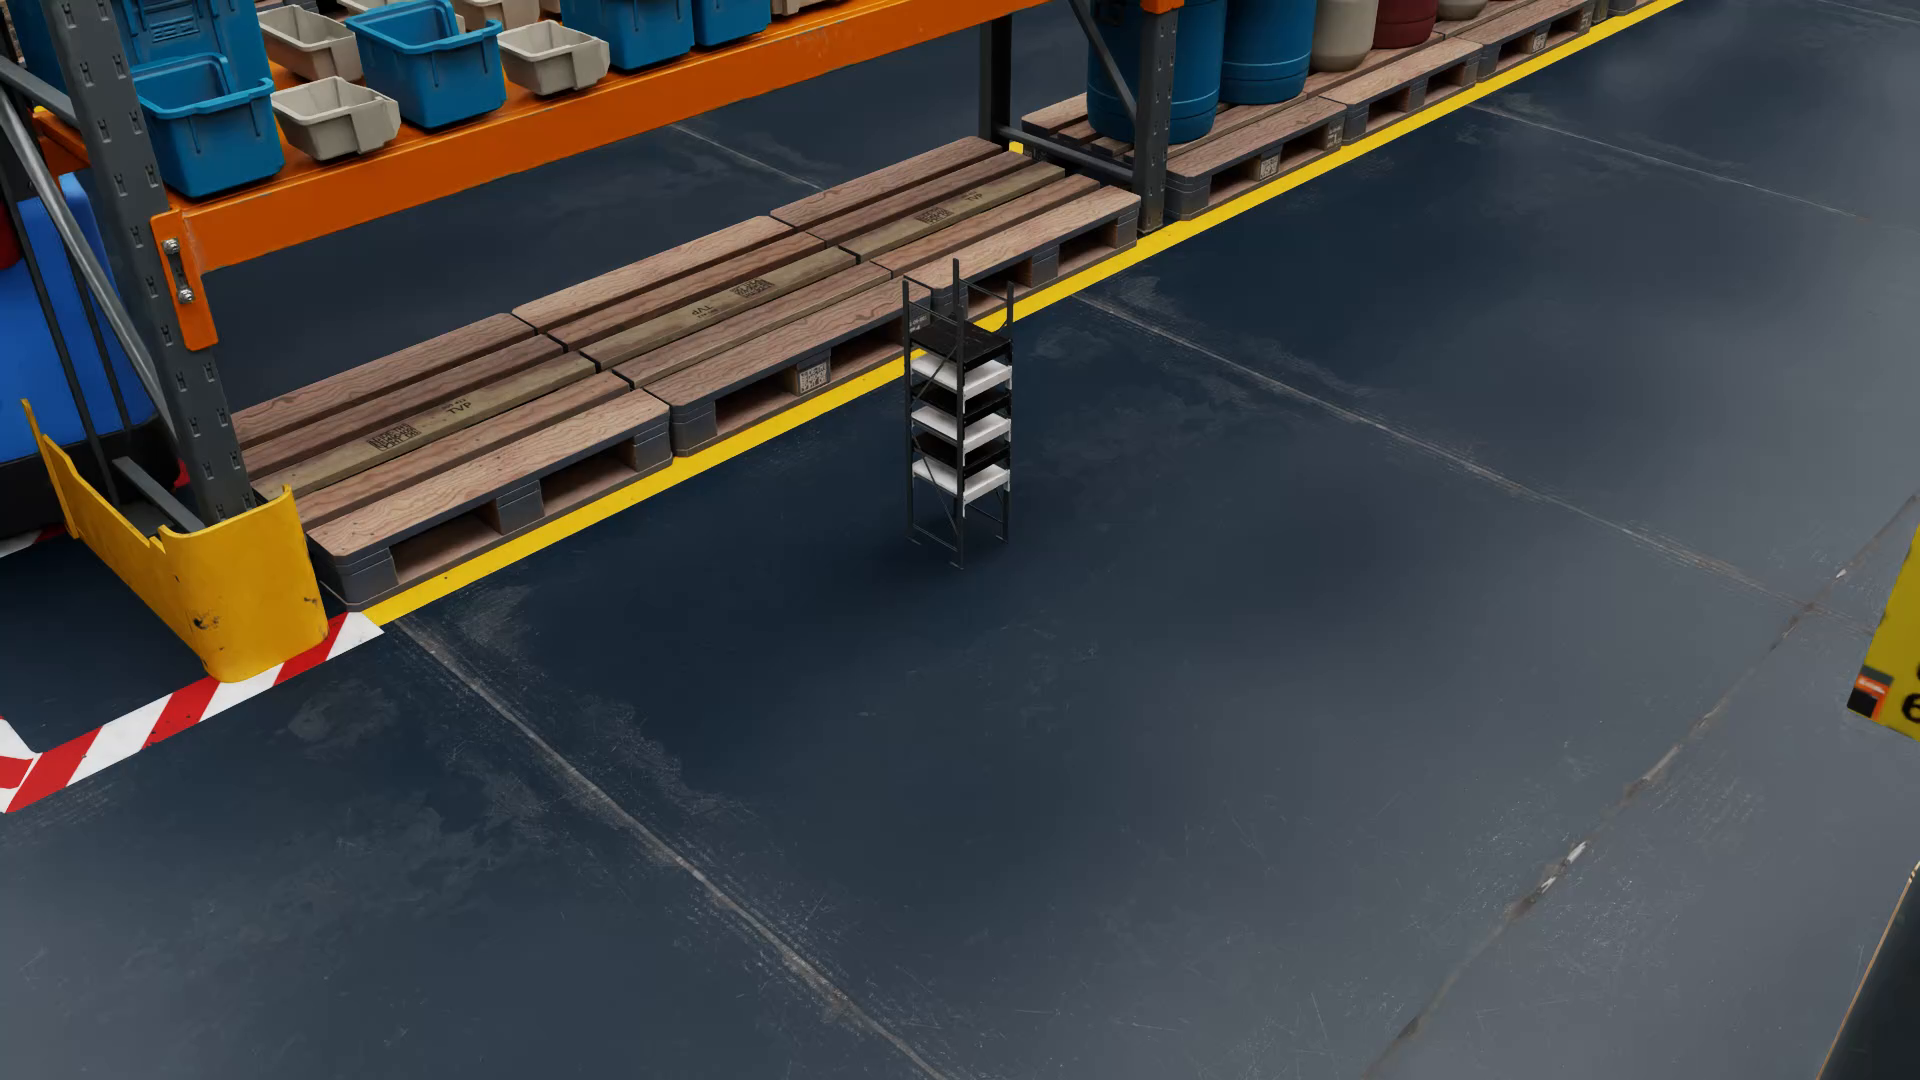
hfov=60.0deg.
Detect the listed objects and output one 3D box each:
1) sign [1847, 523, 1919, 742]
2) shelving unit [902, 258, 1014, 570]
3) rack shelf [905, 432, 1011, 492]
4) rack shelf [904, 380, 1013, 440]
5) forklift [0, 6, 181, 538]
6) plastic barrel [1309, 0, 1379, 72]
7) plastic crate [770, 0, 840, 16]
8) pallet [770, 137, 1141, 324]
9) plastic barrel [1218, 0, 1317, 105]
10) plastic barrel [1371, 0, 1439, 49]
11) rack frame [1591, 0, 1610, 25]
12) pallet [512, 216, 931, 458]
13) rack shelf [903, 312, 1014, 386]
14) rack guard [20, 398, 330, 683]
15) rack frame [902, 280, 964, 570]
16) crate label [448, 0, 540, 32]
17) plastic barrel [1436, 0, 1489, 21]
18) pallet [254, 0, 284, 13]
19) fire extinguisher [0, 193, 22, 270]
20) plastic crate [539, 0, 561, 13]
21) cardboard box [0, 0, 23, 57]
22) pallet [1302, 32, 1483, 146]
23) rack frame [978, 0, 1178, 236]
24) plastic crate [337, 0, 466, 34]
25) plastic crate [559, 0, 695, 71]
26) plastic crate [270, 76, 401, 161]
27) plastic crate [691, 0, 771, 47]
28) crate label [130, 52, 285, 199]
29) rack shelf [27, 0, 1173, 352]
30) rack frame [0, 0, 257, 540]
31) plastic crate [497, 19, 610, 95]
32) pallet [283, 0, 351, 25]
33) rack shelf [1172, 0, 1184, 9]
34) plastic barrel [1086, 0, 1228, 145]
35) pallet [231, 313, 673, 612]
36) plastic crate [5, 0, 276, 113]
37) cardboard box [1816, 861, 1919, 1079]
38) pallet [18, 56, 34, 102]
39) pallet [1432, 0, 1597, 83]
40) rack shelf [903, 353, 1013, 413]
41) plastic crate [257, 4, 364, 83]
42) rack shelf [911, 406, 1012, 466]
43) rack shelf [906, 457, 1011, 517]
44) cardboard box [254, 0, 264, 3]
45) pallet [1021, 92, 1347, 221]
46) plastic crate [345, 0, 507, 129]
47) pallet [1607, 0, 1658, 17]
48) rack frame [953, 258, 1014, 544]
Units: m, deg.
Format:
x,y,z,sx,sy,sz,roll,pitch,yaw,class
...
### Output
x,y,z,sx,sy,sz,roll,pitch,yaw,class
0.792,0.029,1.297,0.100,0.325,0.005,30,45,35,sign
-0.006,-0.366,4.988,0.258,0.900,0.210,30,45,35,shelving unit
-0.006,-0.265,5.058,0.258,0.077,0.200,30,45,35,rack shelf
-0.006,-0.412,4.955,0.258,0.077,0.200,30,45,35,rack shelf
-3.798,-1.870,5.369,1.130,2.935,3.031,-22,40,-28,forklift
1.833,-2.602,8.167,0.421,0.512,0.421,0,35,0,plastic barrel
-0.536,-1.844,5.451,0.293,0.136,0.466,30,45,35,plastic crate
-0.013,-1.298,6.927,1.003,0.211,1.213,30,45,35,pallet
1.372,-2.569,7.779,0.600,0.901,0.708,30,45,35,plastic barrel
2.168,-2.899,8.526,0.600,0.588,0.708,30,45,35,plastic barrel
3.296,-4.380,8.908,1.000,3.000,0.127,30,45,35,rack frame
-0.873,-0.800,6.213,1.003,0.211,1.213,30,45,35,pallet
-0.006,-0.560,4.852,0.258,0.077,0.200,30,45,35,rack shelf
-2.348,-0.092,4.945,1.175,0.500,0.348,30,45,35,rack guard
-0.077,-0.325,4.929,0.240,0.900,0.006,30,45,35,rack frame
-1.501,-1.687,5.225,0.396,0.136,0.243,30,45,35,crate label
2.629,-3.061,8.824,0.421,0.512,0.421,0,35,0,plastic barrel
-4.488,-2.834,9.129,1.003,0.211,1.213,30,45,35,pallet
-2.769,-1.069,4.555,0.296,0.674,0.183,30,45,35,fire extinguisher
-1.306,-1.815,5.408,0.298,0.136,0.250,30,45,35,plastic crate
-4.820,-3.091,8.550,0.875,0.875,0.875,30,45,35,cardboard box
1.910,-2.406,8.516,1.003,0.211,1.213,30,45,35,pallet
0.478,-2.756,6.580,1.000,3.000,0.127,30,45,35,rack frame
-1.680,-1.565,5.049,0.396,0.136,0.243,30,45,35,plastic crate
-1.005,-1.590,5.002,0.416,0.233,0.300,30,45,35,plastic crate
-1.648,-1.113,4.402,0.250,0.136,0.298,30,45,35,plastic crate
-0.794,-1.712,5.177,0.416,0.233,0.300,30,45,35,plastic crate
-1.933,-1.056,4.235,0.416,0.233,0.303,30,45,35,crate label
-0.932,-1.649,5.621,1.077,0.370,4.000,30,45,35,rack shelf
-2.341,-1.132,4.251,1.000,3.000,0.127,30,45,35,rack frame
-1.170,-1.388,4.797,0.250,0.136,0.298,30,45,35,plastic crate
-3.629,-3.331,9.842,1.003,0.211,1.213,30,45,35,pallet
1.887,-3.273,7.949,1.077,0.370,4.000,30,45,35,rack shelf
0.873,-2.282,7.366,0.600,0.901,0.708,30,45,35,plastic barrel
-1.732,-0.308,5.507,1.003,0.211,1.213,30,45,35,pallet
-2.237,-1.383,4.527,0.616,0.435,0.499,30,45,35,plastic crate
1.294,0.533,1.776,0.500,0.500,0.500,-28,44,-34,cardboard box
-5.348,-2.341,8.422,1.003,0.211,1.213,30,45,35,pallet
2.770,-2.899,9.223,1.003,0.211,1.213,30,45,35,pallet
-0.006,-0.486,4.904,0.258,0.077,0.200,30,45,35,rack shelf
-1.895,-1.453,4.889,0.396,0.136,0.243,30,45,35,plastic crate
-0.006,-0.338,5.007,0.258,0.077,0.200,30,45,35,rack shelf
-0.006,-0.191,5.110,0.258,0.077,0.200,30,45,35,rack shelf
-4.193,-3.452,9.068,0.875,0.875,0.875,30,45,35,cardboard box
1.051,-1.909,7.802,1.003,0.211,1.213,30,45,35,pallet
-1.469,-1.323,4.619,0.416,0.233,0.300,30,45,35,plastic crate
3.869,-3.535,10.134,1.003,0.211,1.213,30,45,35,pallet
0.066,-0.407,5.047,0.240,0.900,0.006,30,45,35,rack frame
